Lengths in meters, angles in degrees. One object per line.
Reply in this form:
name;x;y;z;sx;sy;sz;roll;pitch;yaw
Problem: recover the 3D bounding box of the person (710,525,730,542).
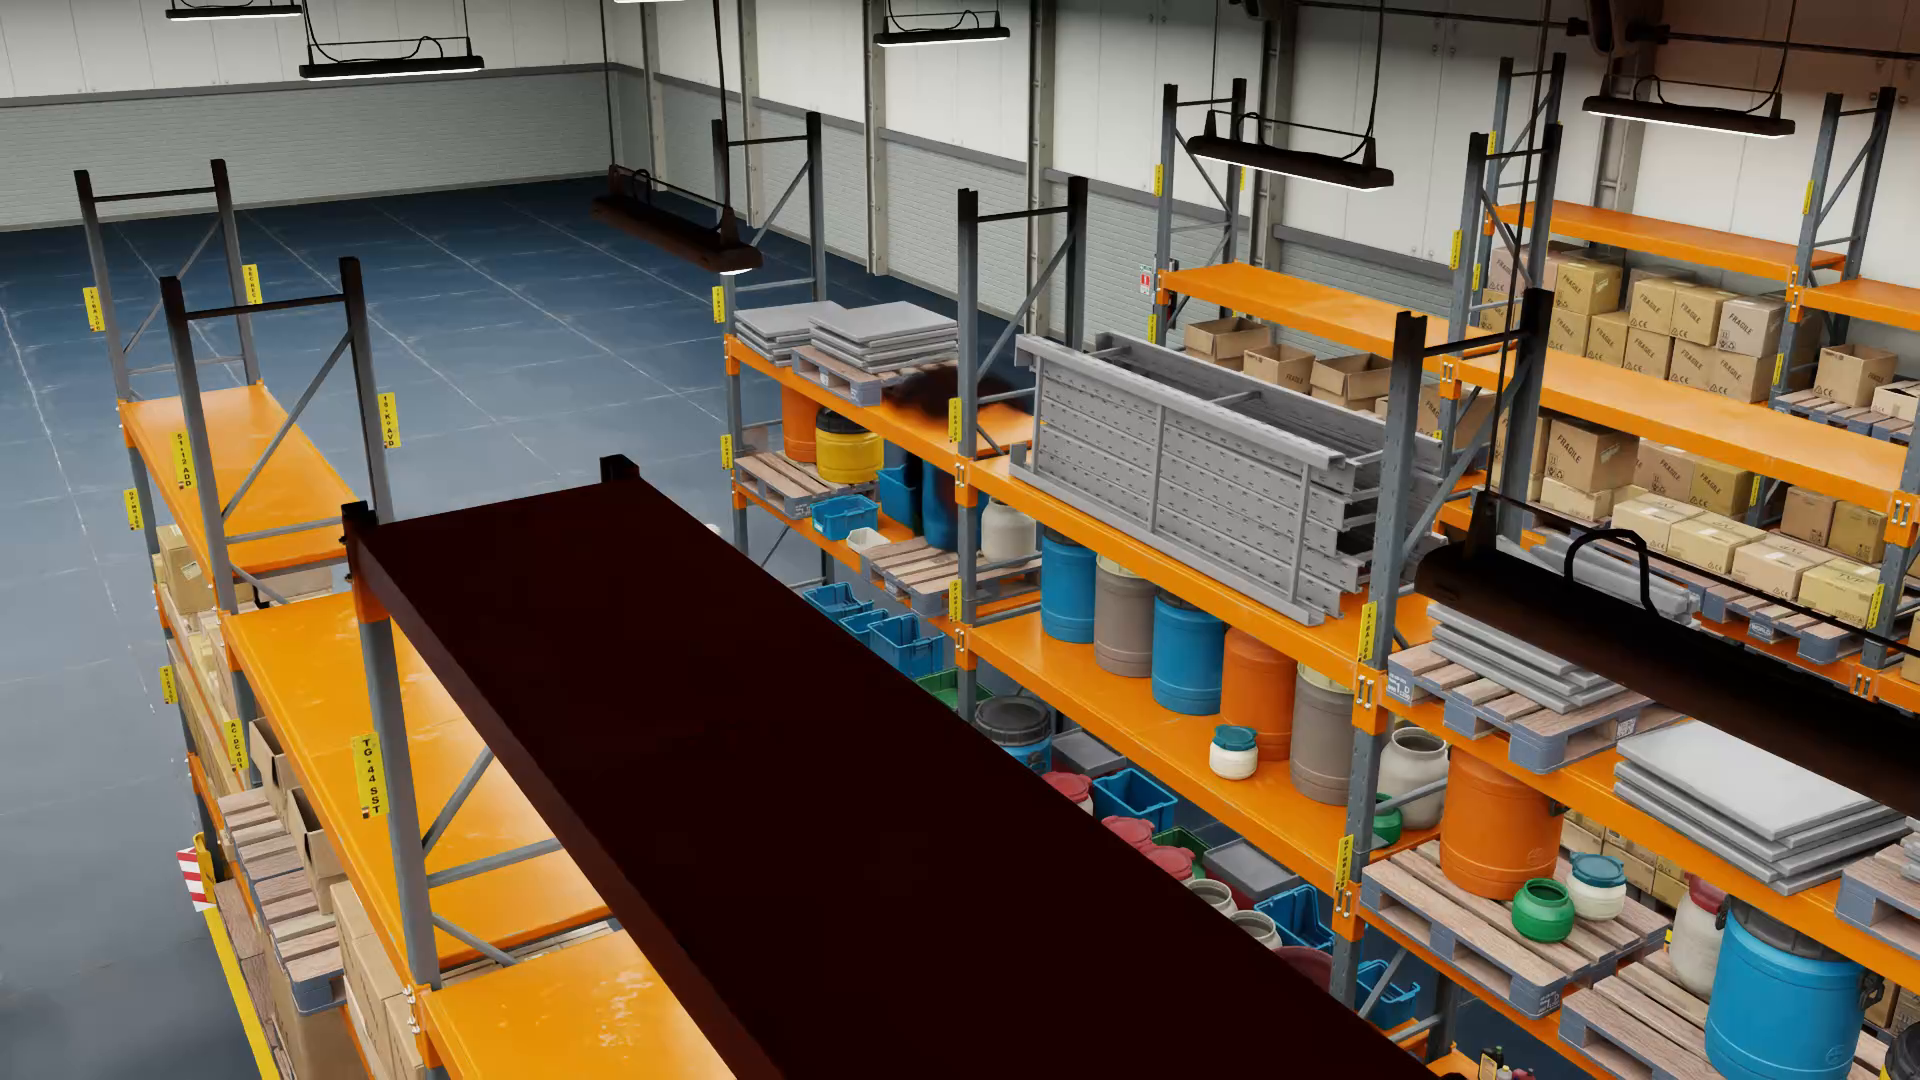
person;-2.519;0.727;17.228;0.603;1.770;0.524;-4;22;-9
